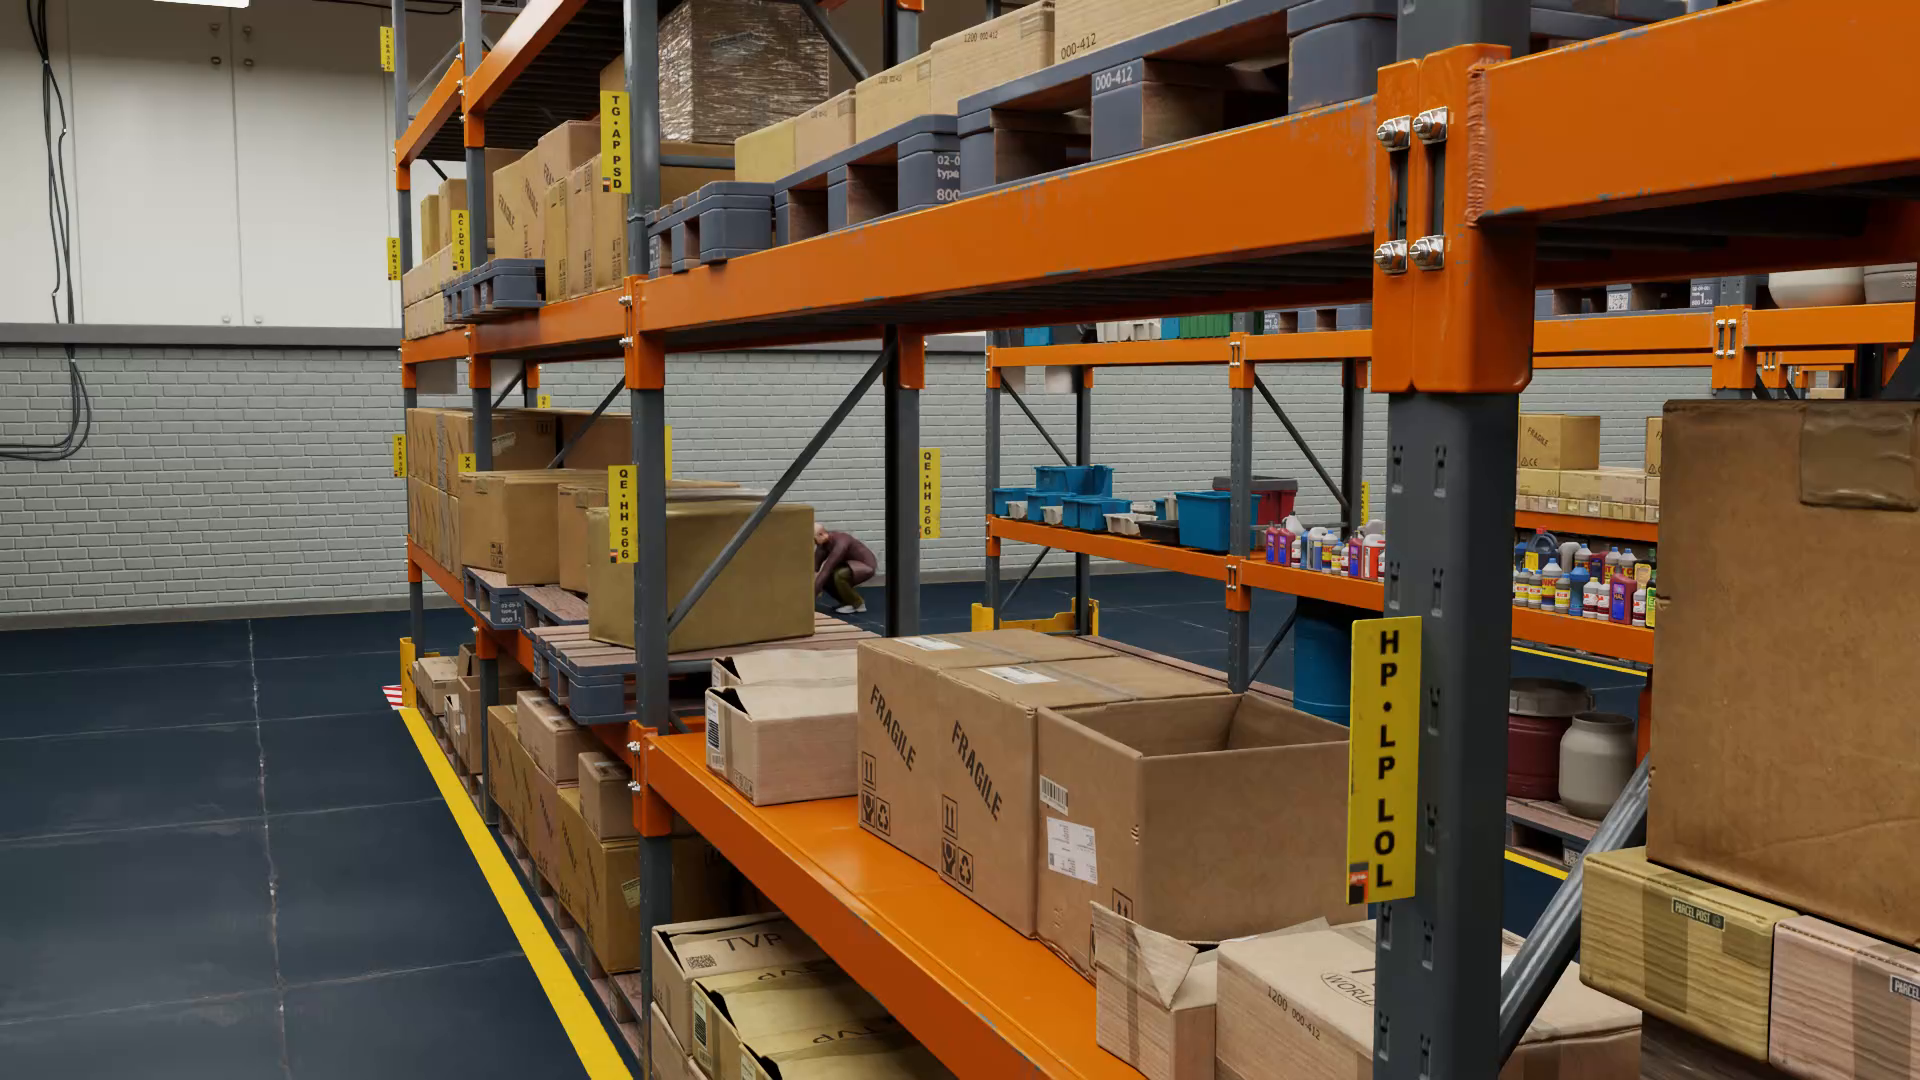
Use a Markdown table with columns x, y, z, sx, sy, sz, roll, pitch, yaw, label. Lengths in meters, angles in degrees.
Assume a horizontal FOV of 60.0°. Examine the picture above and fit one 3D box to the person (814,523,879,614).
| x | y | z | sx | sy | sz | roll | pitch | yaw | label |
| --- | --- | --- | --- | --- | --- | --- | --- | --- | --- |
| -1.339 | 0.309 | 18.196 | 0.928 | 0.985 | 0.578 | -2 | 6 | -25 | person |
